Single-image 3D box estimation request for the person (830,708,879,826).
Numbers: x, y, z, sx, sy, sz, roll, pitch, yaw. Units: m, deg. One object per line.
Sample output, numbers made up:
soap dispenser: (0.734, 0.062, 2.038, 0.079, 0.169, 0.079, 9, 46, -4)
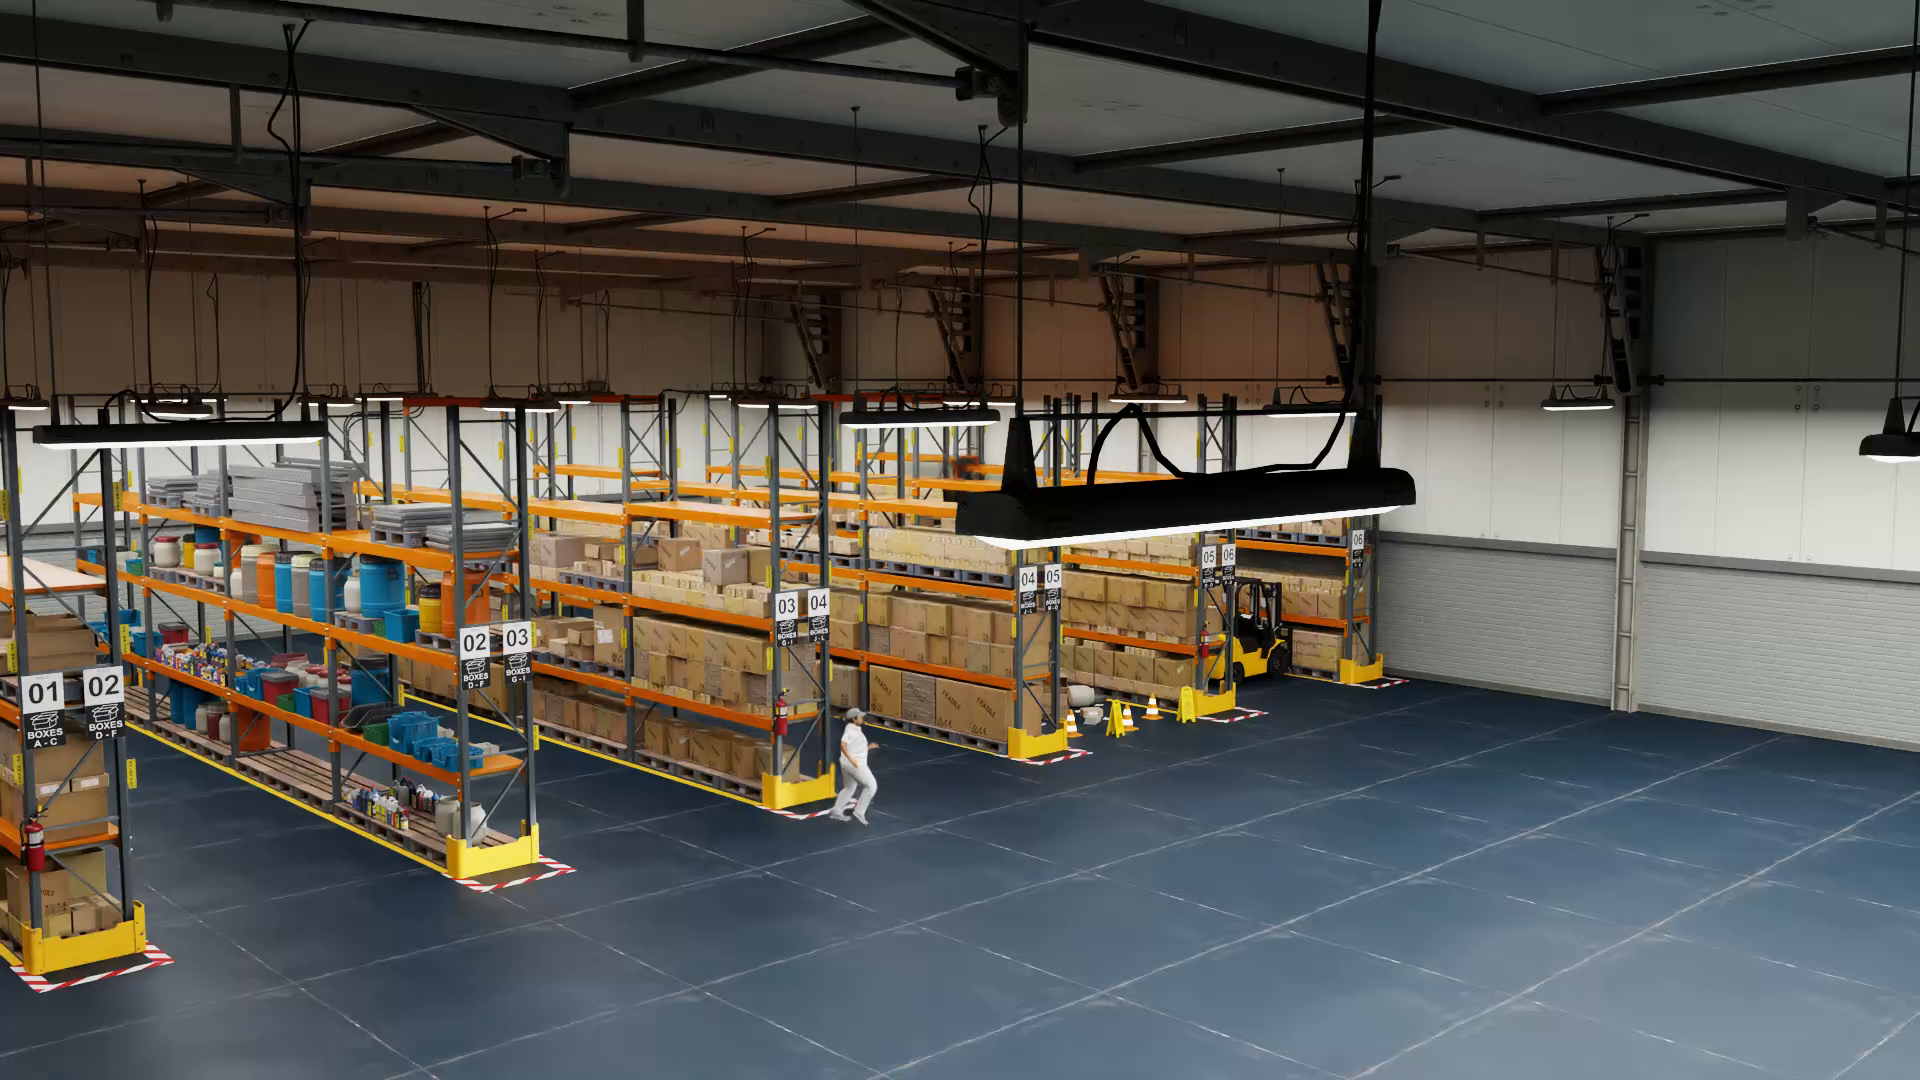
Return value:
person: (-1.493, 3.230, 23.657, 0.712, 1.697, 0.583, -2, 6, -17)
